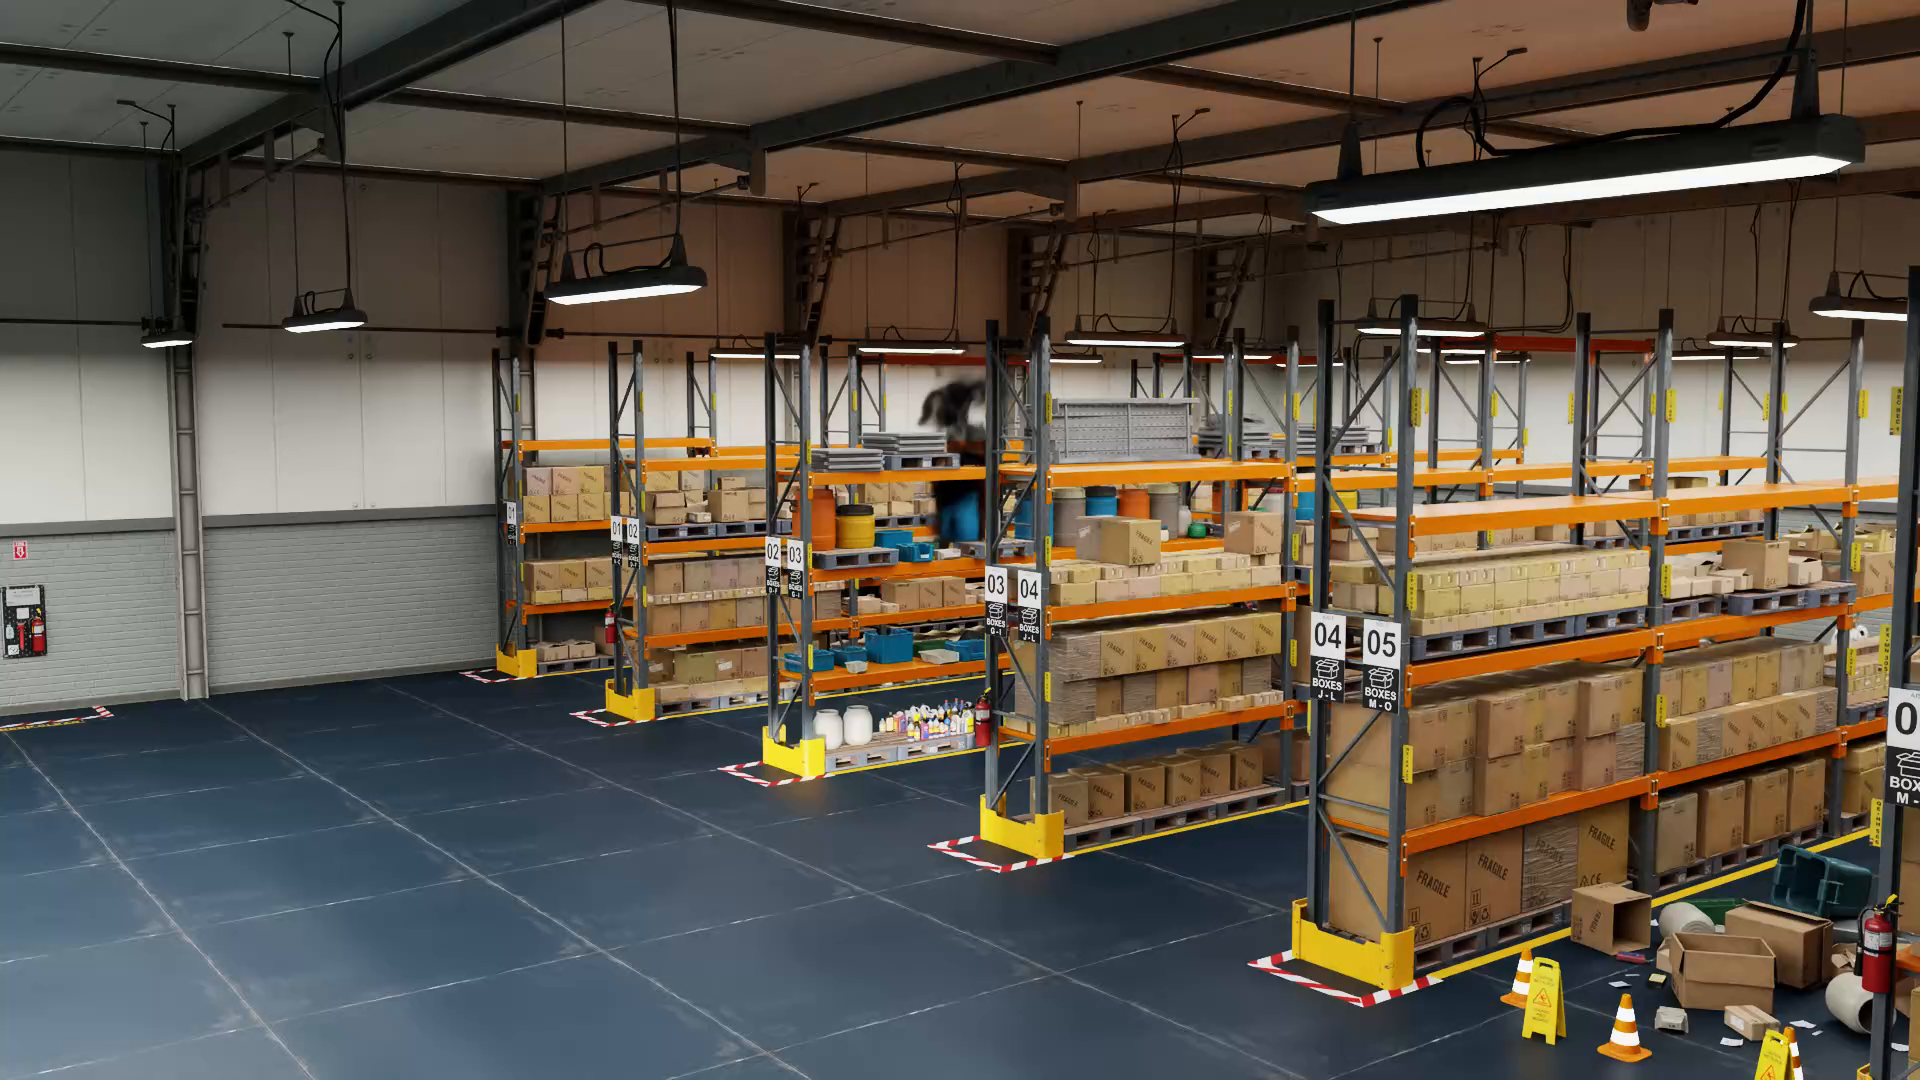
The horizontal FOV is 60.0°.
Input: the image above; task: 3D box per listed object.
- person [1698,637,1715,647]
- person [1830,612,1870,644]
[{"bbox_3d":[10.834,2.212,24.212,0.621,1.692,0.836,5,7,44],"label":"person"},{"bbox_3d":[14.743,1.952,27.399,0.621,1.625,0.506,0,5,3],"label":"person"}]
